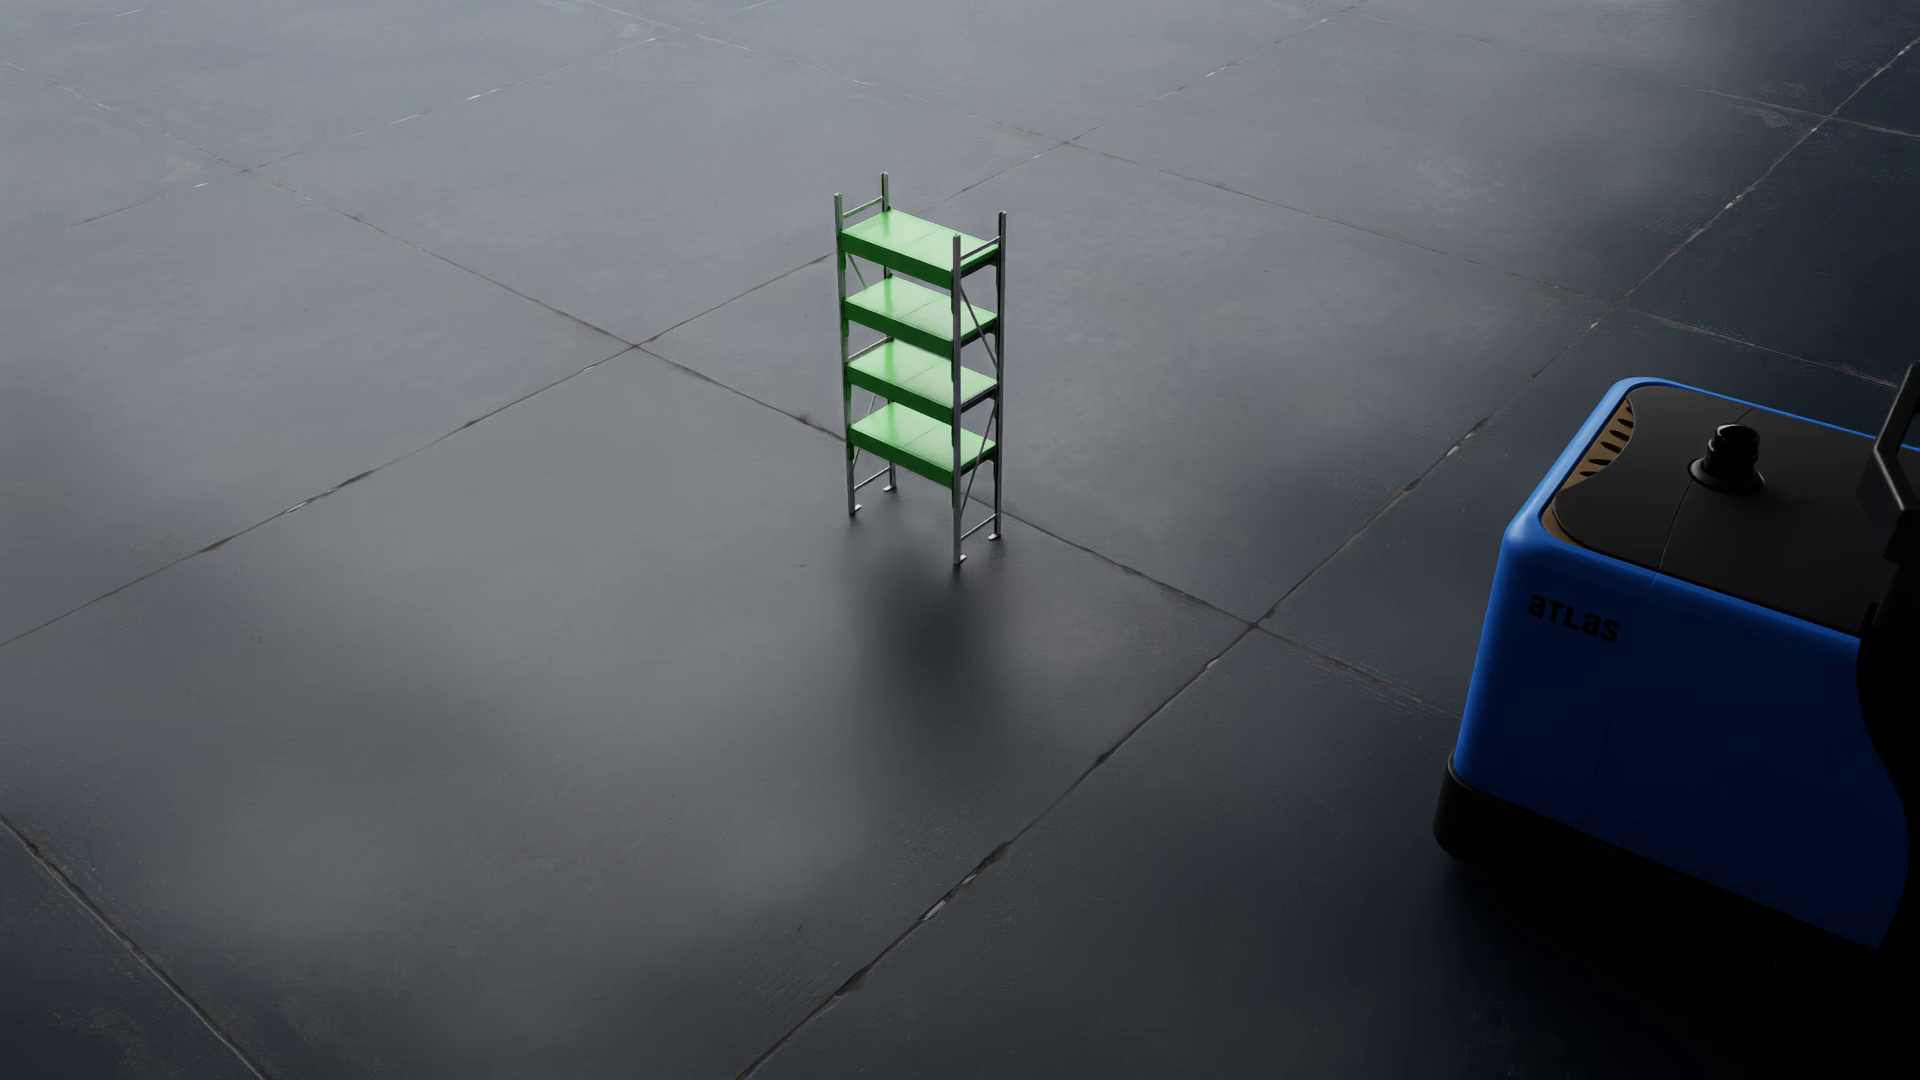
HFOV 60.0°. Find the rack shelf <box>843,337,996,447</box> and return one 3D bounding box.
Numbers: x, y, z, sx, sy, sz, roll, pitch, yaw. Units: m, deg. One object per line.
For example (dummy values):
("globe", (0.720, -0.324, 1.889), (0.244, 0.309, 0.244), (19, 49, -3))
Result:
("rack shelf", (-0.127, -0.502, 5.553), (0.480, 0.148, 0.258), (25, 42, 32))

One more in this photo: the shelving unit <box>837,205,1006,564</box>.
("shelving unit", (-0.123, -0.552, 5.514), (0.492, 1.200, 0.258), (25, 42, 32))

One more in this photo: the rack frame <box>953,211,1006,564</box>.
("rack frame", (0.060, -0.466, 5.388), (0.015, 1.200, 0.240), (25, 42, 32))

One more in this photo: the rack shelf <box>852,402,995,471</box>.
("rack shelf", (-0.127, -0.348, 5.659), (0.457, 0.021, 0.221), (25, 42, 32))

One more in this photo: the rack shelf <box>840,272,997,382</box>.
("rack shelf", (-0.127, -0.700, 5.417), (0.480, 0.148, 0.258), (25, 42, 32))

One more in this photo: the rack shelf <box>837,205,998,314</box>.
("rack shelf", (-0.127, -0.898, 5.282), (0.480, 0.148, 0.258), (25, 42, 32))

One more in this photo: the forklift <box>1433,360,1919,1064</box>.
("forklift", (2.781, -0.095, 3.319), (3.031, 2.935, 1.130), (21, 40, 28))
